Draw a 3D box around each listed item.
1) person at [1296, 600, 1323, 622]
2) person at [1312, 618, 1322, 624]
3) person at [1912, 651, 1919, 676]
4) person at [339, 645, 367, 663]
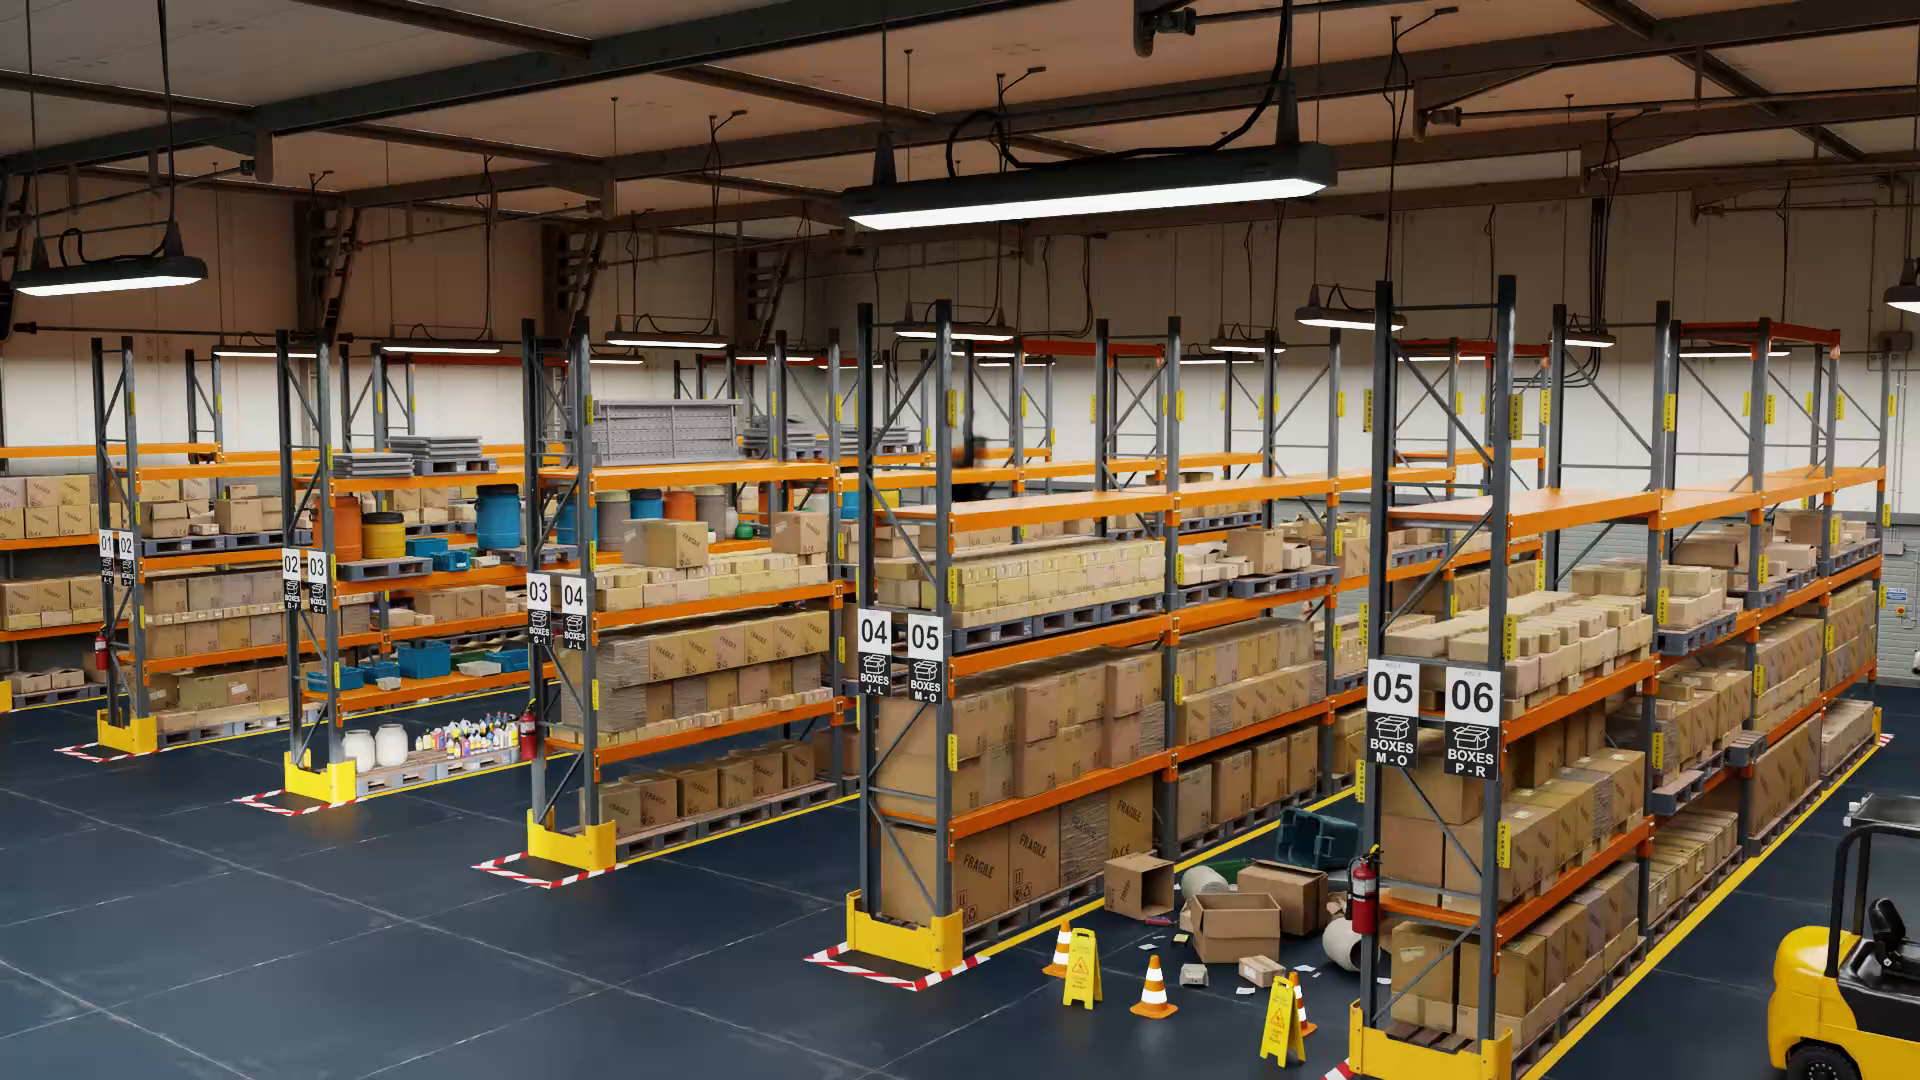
[{"bbox_3d":[6.095,1.835,29.116,0.614,1.593,0.585,3,6,31],"label":"person"},{"bbox_3d":[5.557,2.063,25.925,0.730,1.723,0.716,4,6,36],"label":"person"},{"bbox_3d":[14.413,2.205,24.602,0.562,1.730,0.704,1,5,13],"label":"person"},{"bbox_3d":[-10.838,1.757,29.568,0.557,1.699,0.818,3,6,32],"label":"person"}]
